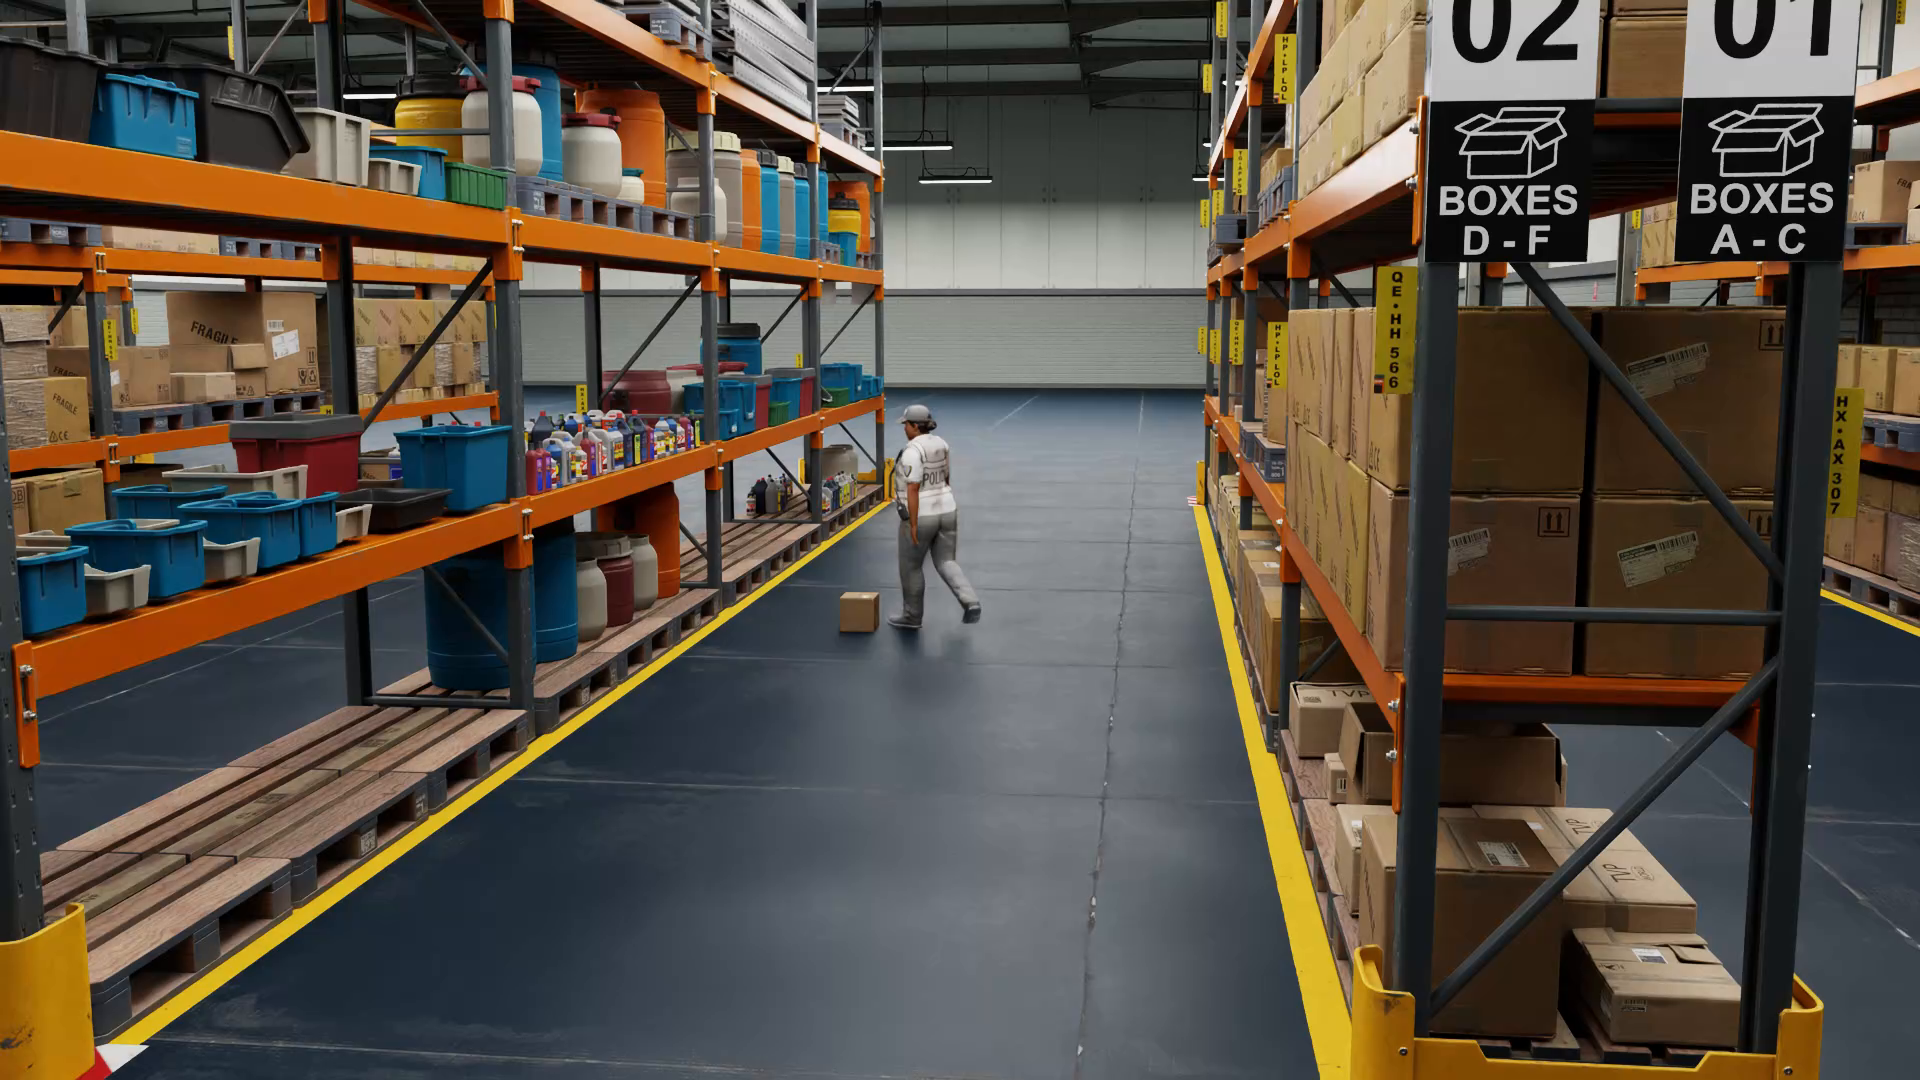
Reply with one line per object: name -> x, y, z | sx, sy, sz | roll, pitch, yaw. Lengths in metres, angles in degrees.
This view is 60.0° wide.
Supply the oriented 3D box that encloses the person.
person -> -0.198, -0.155, 11.933 | 0.848, 1.640, 0.553 | 7, 10, 40
